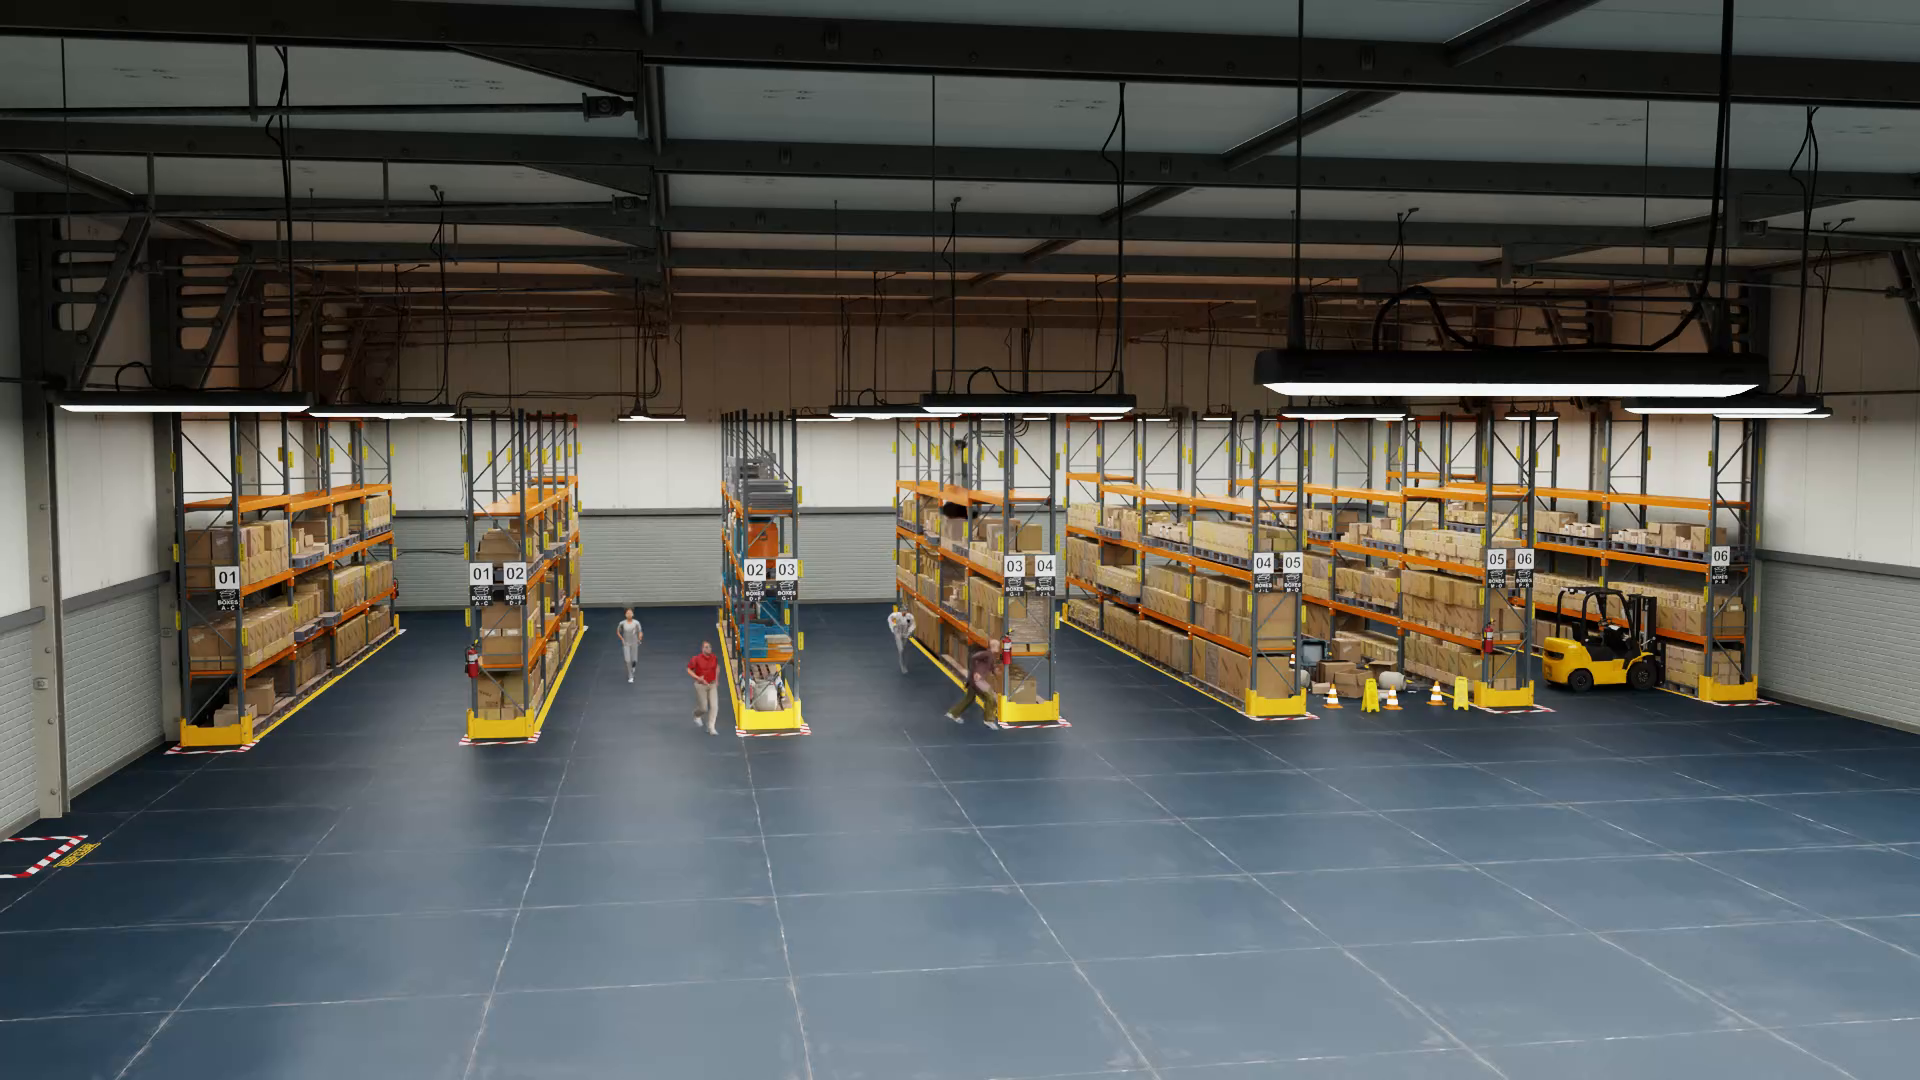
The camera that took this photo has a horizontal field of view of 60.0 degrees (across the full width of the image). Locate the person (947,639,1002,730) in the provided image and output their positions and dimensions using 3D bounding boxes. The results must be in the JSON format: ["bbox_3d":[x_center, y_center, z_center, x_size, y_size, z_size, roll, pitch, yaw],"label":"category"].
[{"bbox_3d":[0.254,2.727,31.244,1.055,1.744,0.753,1,4,12],"label":"person"}]

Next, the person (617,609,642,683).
[{"bbox_3d":[-7.362,2.334,37.062,0.565,1.633,0.599,-1,4,-14],"label":"person"}]

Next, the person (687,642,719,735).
[{"bbox_3d":[-4.738,2.744,30.863,0.700,1.732,0.762,-3,5,-34],"label":"person"}]

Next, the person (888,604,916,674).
[{"bbox_3d":[-1.351,2.259,38.598,0.655,1.628,0.980,0,4,-5],"label":"person"}]
